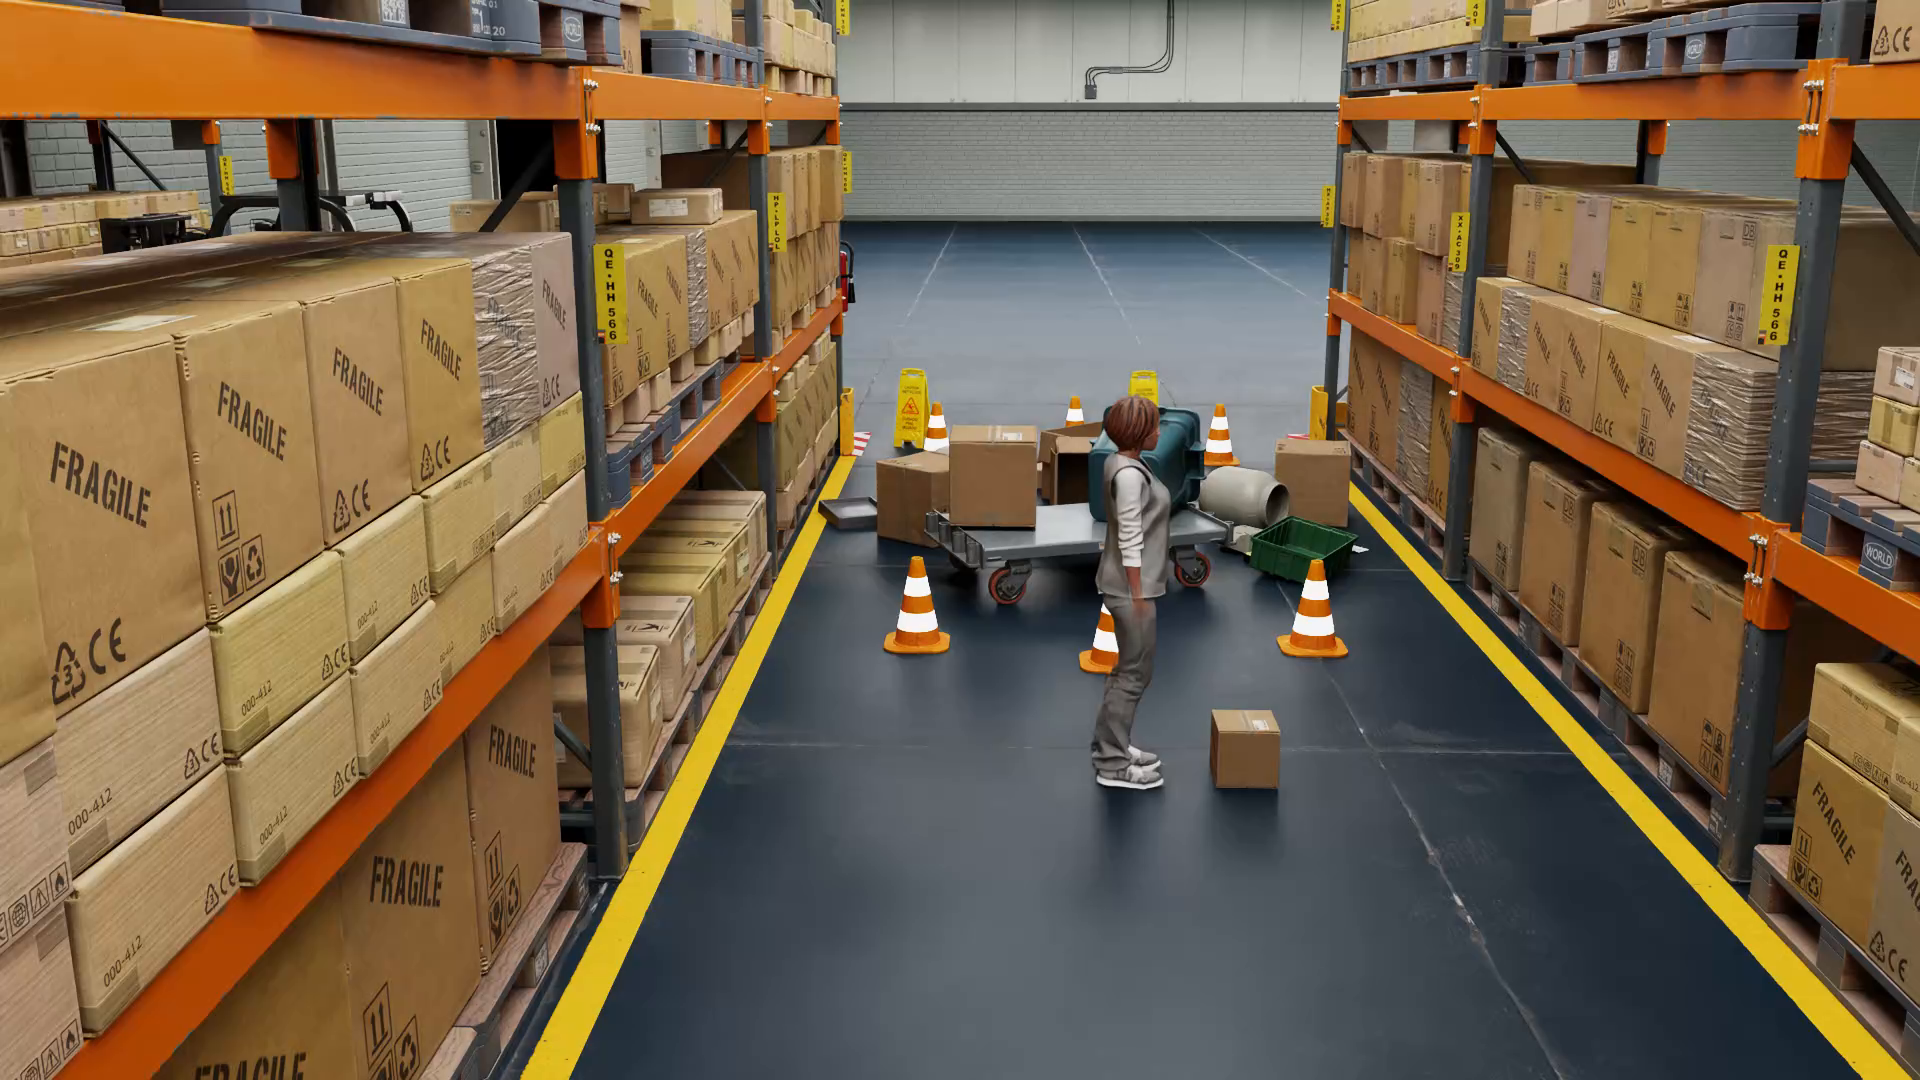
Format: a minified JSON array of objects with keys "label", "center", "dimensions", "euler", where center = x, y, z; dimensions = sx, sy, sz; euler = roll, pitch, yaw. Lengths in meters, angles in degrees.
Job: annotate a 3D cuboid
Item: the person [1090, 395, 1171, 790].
[{"label":"person","center":[0.693,0.204,6.720],"dimensions":[0.308,1.596,0.405],"euler":[1,14,3]}]
